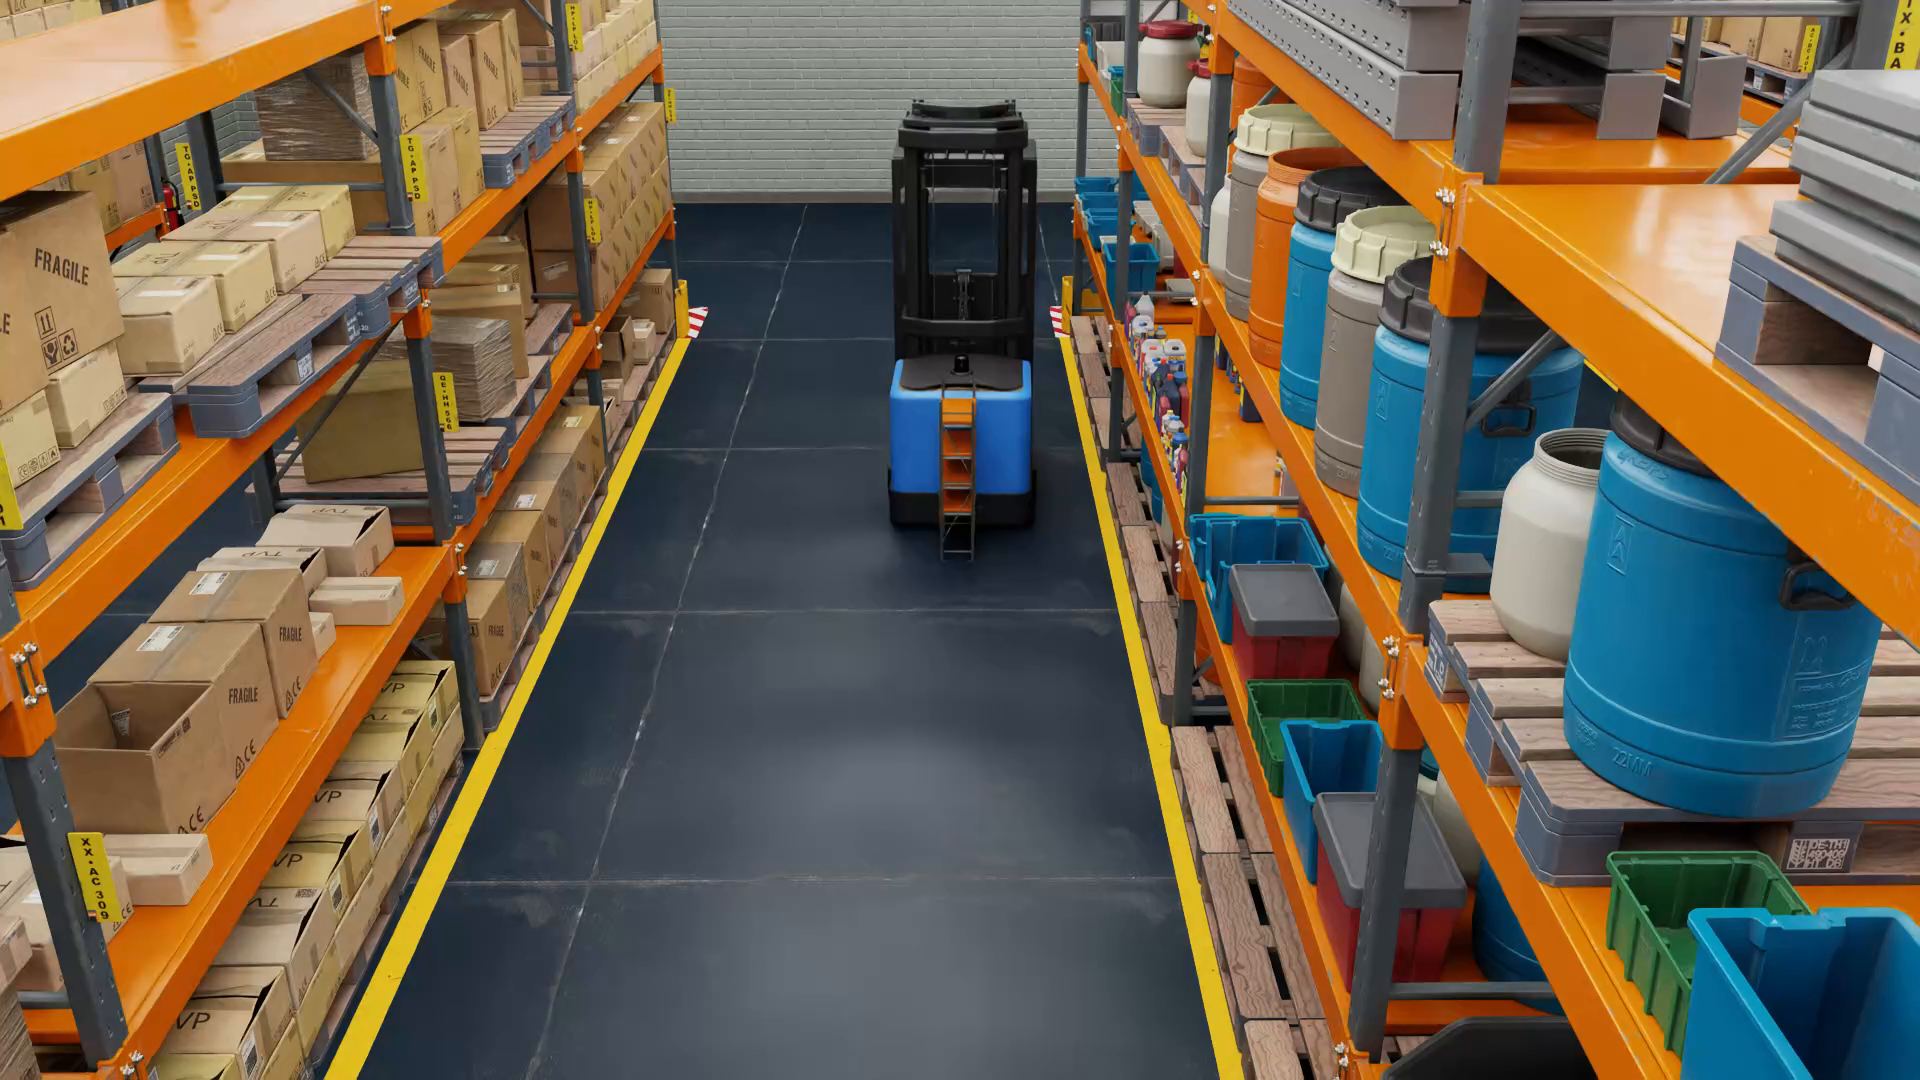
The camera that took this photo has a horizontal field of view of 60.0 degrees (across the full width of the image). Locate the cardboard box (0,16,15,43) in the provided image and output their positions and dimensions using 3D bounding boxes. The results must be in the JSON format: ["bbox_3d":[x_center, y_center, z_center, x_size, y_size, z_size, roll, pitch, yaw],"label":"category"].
[{"bbox_3d":[-7.979,-4.051,13.362,0.500,0.250,0.500,-1,24,-2],"label":"cardboard box"}]

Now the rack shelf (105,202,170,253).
[{"bbox_3d":[-8.253,-2.305,14.463,1.077,0.370,4.000,0,24,-1],"label":"rack shelf"}]

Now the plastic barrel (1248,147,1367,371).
[{"bbox_3d":[1.518,-1.159,6.894,0.600,0.830,0.708,0,24,-1],"label":"plastic barrel"}]

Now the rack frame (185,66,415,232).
[{"bbox_3d":[-3.234,-2.918,7.665,1.000,3.000,0.127,0,24,-1],"label":"rack frame"}]

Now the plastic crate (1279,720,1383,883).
[{"bbox_3d":[1.440,0.997,6.308,0.392,0.384,0.575,0,24,-1],"label":"plastic crate"}]

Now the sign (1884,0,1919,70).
[{"bbox_3d":[2.313,-1.193,4.105,0.100,0.325,0.005,0,24,-1],"label":"sign"}]

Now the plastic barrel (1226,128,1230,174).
[{"bbox_3d":[1.561,-2.141,9.246,0.301,0.262,0.301,0,24,0],"label":"plastic barrel"}]

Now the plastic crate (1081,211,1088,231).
[{"bbox_3d":[1.234,-2.894,15.138,0.250,0.136,0.298,0,24,-1],"label":"plastic crate"}]

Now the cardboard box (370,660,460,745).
[{"bbox_3d":[-2.982,0.836,8.791,0.500,0.311,0.500,0,24,1],"label":"cardboard box"}]

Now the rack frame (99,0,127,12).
[{"bbox_3d":[-8.274,-6.191,14.901,1.000,3.000,0.127,0,24,-1],"label":"rack frame"}]

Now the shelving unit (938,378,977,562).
[{"bbox_3d":[-0.015,-0.492,11.765,0.258,1.200,0.503,1,24,1],"label":"shelving unit"}]

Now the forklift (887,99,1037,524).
[{"bbox_3d":[0.039,-2.014,13.030,1.130,2.935,3.031,1,24,1],"label":"forklift"}]

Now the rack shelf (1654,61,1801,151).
[{"bbox_3d":[6.606,-3.739,13.993,1.077,0.370,4.000,0,24,-1],"label":"rack shelf"}]

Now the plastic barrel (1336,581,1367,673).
[{"bbox_3d":[1.949,0.340,7.605,0.421,0.512,0.421,0,24,0],"label":"plastic barrel"}]

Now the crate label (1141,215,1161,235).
[{"bbox_3d":[1.838,-2.839,15.019,0.396,0.136,0.243,0,24,-1],"label":"crate label"}]

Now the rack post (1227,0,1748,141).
[{"bbox_3d":[1.655,-2.192,5.818,1.013,1.000,3.121,0,24,-1],"label":"rack post"}]

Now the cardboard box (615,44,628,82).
[{"bbox_3d":[-3.050,-3.951,13.770,0.500,0.250,0.500,0,24,-1],"label":"cardboard box"}]

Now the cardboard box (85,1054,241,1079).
[{"bbox_3d":[-2.946,2.098,6.000,0.500,0.311,0.500,0,24,0],"label":"cardboard box"}]

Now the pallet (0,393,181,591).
[{"bbox_3d":[-3.213,-0.179,5.481,0.805,0.209,1.217,-1,24,-3],"label":"pallet"}]

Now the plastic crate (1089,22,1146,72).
[{"bbox_3d":[1.374,-4.209,14.236,0.504,0.338,0.767,0,24,-1],"label":"plastic crate"}]

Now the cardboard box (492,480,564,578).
[{"bbox_3d":[-2.976,-0.072,11.152,0.500,0.500,0.500,-1,24,-2],"label":"cardboard box"}]

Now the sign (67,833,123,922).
[{"bbox_3d":[-2.635,1.030,5.069,0.100,0.325,0.005,0,24,-1],"label":"sign"}]

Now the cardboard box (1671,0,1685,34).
[{"bbox_3d":[6.530,-4.727,14.552,0.700,0.500,0.500,-1,24,-2],"label":"cardboard box"}]

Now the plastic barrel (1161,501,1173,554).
[{"bbox_3d":[1.589,-0.162,11.361,0.421,0.512,0.421,0,24,0],"label":"plastic barrel"}]

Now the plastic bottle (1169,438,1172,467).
[{"bbox_3d":[1.300,-0.542,9.934,0.097,0.201,0.097,0,24,0],"label":"plastic bottle"}]

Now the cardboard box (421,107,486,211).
[{"bbox_3d":[-3.284,-2.201,9.598,0.910,0.500,0.500,0,24,-1],"label":"cardboard box"}]

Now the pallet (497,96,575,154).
[{"bbox_3d":[-3.341,-2.845,11.371,1.213,0.211,1.003,0,24,-1],"label":"pallet"}]

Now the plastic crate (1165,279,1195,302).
[{"bbox_3d":[1.813,-1.953,13.059,0.396,0.136,0.243,0,24,-1],"label":"plastic crate"}]

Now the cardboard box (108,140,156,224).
[{"bbox_3d":[-8.259,-3.384,15.611,0.980,0.700,0.700,1,24,2],"label":"cardboard box"}]

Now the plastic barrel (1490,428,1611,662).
[{"bbox_3d":[1.571,0.012,4.181,0.421,0.512,0.421,0,24,0],"label":"plastic barrel"}]

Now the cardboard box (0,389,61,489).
[{"bbox_3d":[-3.187,-0.280,5.144,0.500,0.250,0.500,2,24,5],"label":"cardboard box"}]

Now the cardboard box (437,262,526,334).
[{"bbox_3d":[-3.425,-1.590,11.379,0.700,0.500,0.500,4,25,8],"label":"cardboard box"}]

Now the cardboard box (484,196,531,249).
[{"bbox_3d":[-3.542,-2.541,12.777,0.500,0.500,0.500,0,24,0],"label":"cardboard box"}]

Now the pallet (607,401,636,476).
[{"bbox_3d":[-3.284,-0.845,13.746,1.003,0.211,1.213,0,24,-1],"label":"pallet"}]

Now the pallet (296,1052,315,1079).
[{"bbox_3d":[-3.237,2.431,6.502,1.003,0.211,1.213,0,24,-1],"label":"pallet"}]

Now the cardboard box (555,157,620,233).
[{"bbox_3d":[-3.007,-2.742,13.221,0.500,0.500,0.500,-1,24,-2],"label":"cardboard box"}]

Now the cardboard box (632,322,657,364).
[{"bbox_3d":[-3.088,-1.814,15.307,0.500,0.250,0.500,0,24,-1],"label":"cardboard box"}]

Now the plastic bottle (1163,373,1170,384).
[{"bbox_3d":[1.333,-0.919,10.667,0.061,0.283,0.133,0,24,-1],"label":"plastic bottle"}]

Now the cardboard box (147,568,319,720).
[{"bbox_3d":[-3.199,0.461,7.352,0.500,0.500,0.500,-2,24,-3],"label":"cardboard box"}]

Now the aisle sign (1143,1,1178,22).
[{"bbox_3d":[1.924,-4.717,15.768,0.394,0.787,0.004,0,24,-1],"label":"aisle sign"}]

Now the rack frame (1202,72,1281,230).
[{"bbox_3d":[1.719,-2.939,7.711,1.000,3.000,0.127,0,24,-1],"label":"rack frame"}]

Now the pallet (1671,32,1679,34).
[{"bbox_3d":[6.603,-4.545,15.009,1.003,0.211,1.213,0,24,-1],"label":"pallet"}]

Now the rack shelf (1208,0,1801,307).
[{"bbox_3d":[1.741,-1.604,6.119,1.077,0.370,4.000,0,24,-1],"label":"rack shelf"}]

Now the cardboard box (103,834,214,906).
[{"bbox_3d":[-2.995,1.212,6.118,0.380,0.149,0.250,0,24,-1],"label":"cardboard box"}]

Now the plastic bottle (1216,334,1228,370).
[{"bbox_3d":[1.871,-1.377,11.597,0.144,0.351,0.185,0,24,-1],"label":"plastic bottle"}]

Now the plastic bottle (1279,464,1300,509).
[{"bbox_3d":[1.886,-0.328,9.368,0.152,0.276,0.135,0,24,-1],"label":"plastic bottle"}]

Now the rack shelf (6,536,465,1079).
[{"bbox_3d":[-3.212,0.967,7.227,1.077,0.370,4.000,0,24,-1],"label":"rack shelf"}]

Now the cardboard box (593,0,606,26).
[{"bbox_3d":[-3.196,-4.313,13.056,0.700,0.500,0.500,0,24,-1],"label":"cardboard box"}]

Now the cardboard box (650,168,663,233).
[{"bbox_3d":[-3.035,-3.129,15.291,0.500,0.500,0.500,0,24,0],"label":"cardboard box"}]

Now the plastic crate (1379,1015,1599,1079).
[{"bbox_3d":[1.641,1.688,4.837,0.767,0.338,0.504,0,24,-1],"label":"plastic crate"}]

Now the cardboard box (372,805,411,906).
[{"bbox_3d":[-2.973,1.512,7.976,0.500,0.250,0.500,0,24,1],"label":"cardboard box"}]

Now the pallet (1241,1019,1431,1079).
[{"bbox_3d":[1.716,2.390,6.592,1.003,0.211,1.213,0,24,-1],"label":"pallet"}]

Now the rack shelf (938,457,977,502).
[{"bbox_3d":[-0.015,-0.431,11.793,0.258,0.148,0.480,1,24,1],"label":"rack shelf"}]

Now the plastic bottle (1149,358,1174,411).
[{"bbox_3d":[1.312,-1.015,10.798,0.144,0.351,0.185,0,24,-1],"label":"plastic bottle"}]

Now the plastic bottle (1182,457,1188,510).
[{"bbox_3d":[1.288,-0.317,9.335,0.061,0.283,0.133,0,24,-1],"label":"plastic bottle"}]

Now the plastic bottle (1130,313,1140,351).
[{"bbox_3d":[1.275,-1.499,11.964,0.097,0.271,0.097,0,24,0],"label":"plastic bottle"}]

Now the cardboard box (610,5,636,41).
[{"bbox_3d":[-3.053,-4.384,14.123,0.500,0.250,0.500,0,24,-1],"label":"cardboard box"}]
